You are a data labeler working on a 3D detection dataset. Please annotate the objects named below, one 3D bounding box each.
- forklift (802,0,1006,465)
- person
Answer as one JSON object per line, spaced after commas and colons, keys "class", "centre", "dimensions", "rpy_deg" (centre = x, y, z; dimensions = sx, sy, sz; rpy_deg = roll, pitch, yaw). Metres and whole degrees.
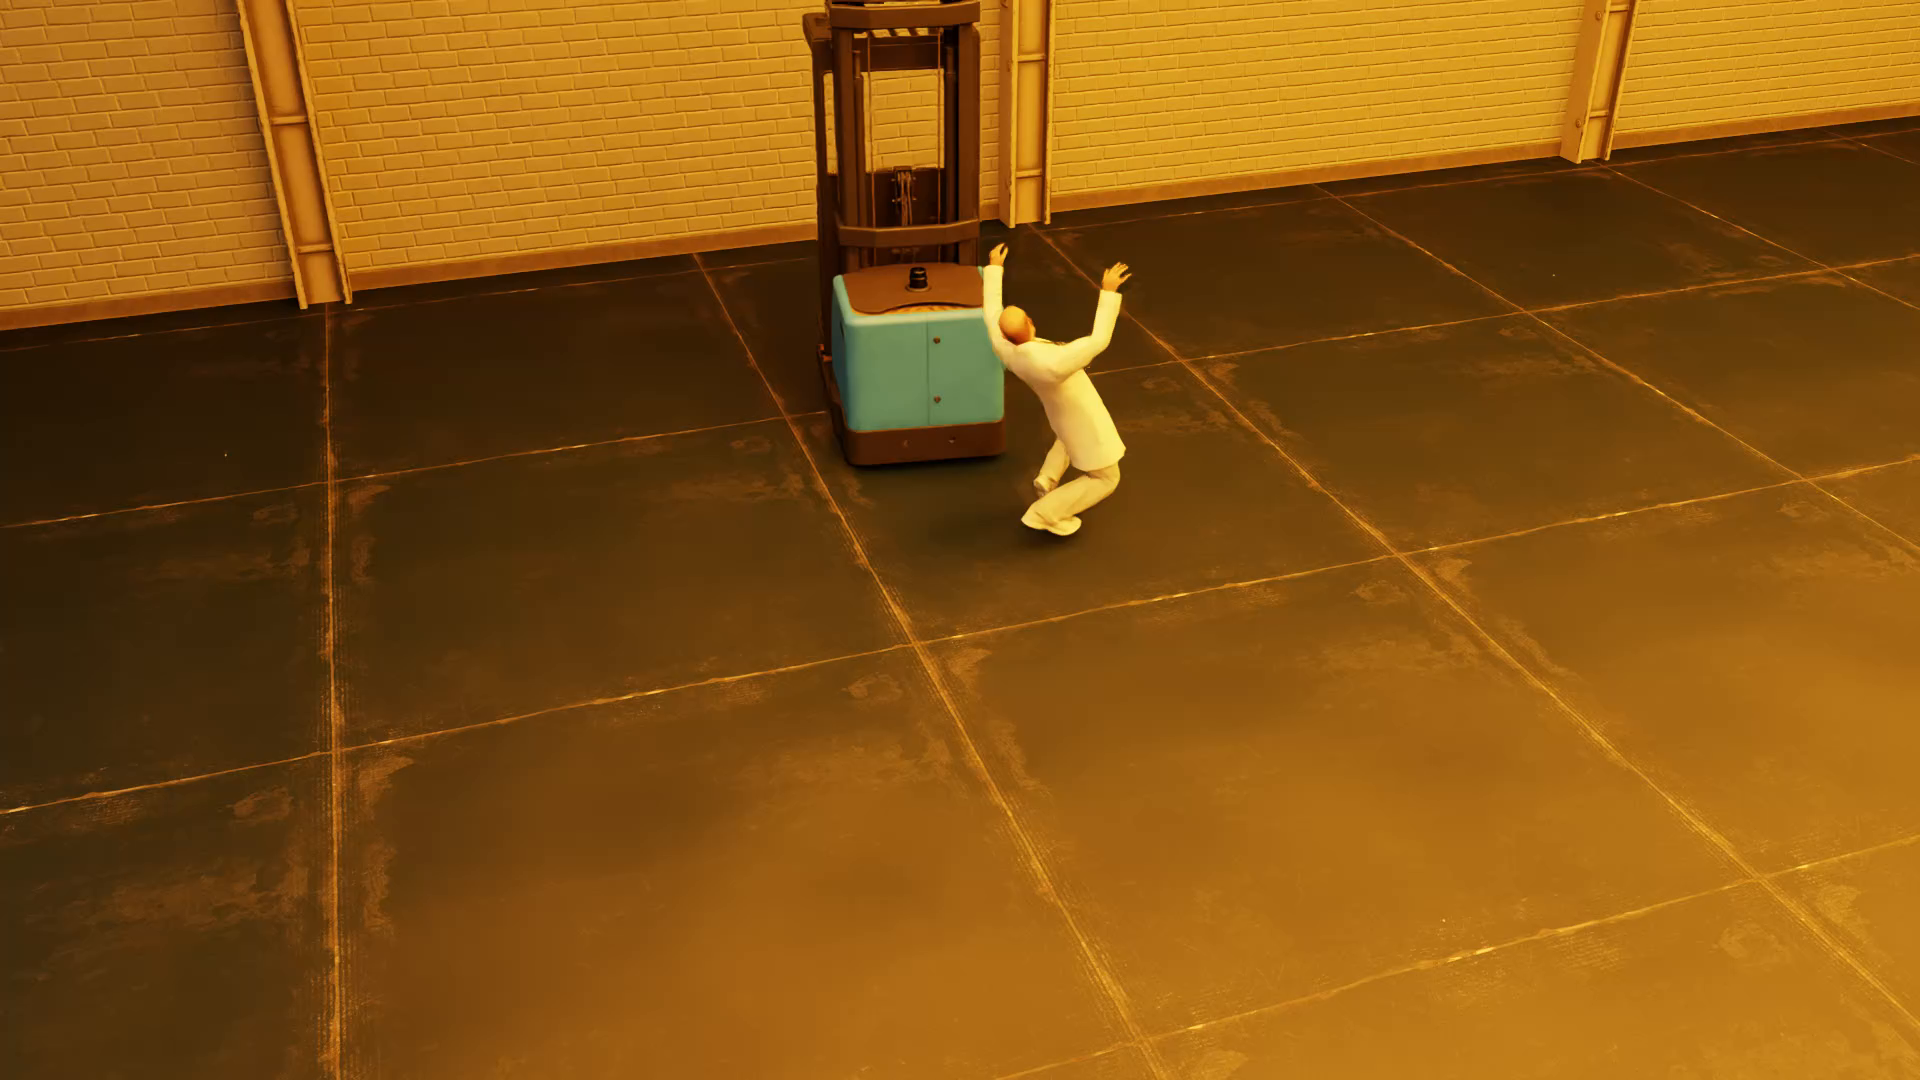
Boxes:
{"class": "forklift", "centre": [-0.452, -2.469, 11.378], "dimensions": [1.130, 2.935, 3.031], "rpy_deg": [-5, 30, -8]}
{"class": "person", "centre": [0.531, -0.888, 9.826], "dimensions": [0.807, 1.730, 1.102], "rpy_deg": [-16, 33, -25]}
